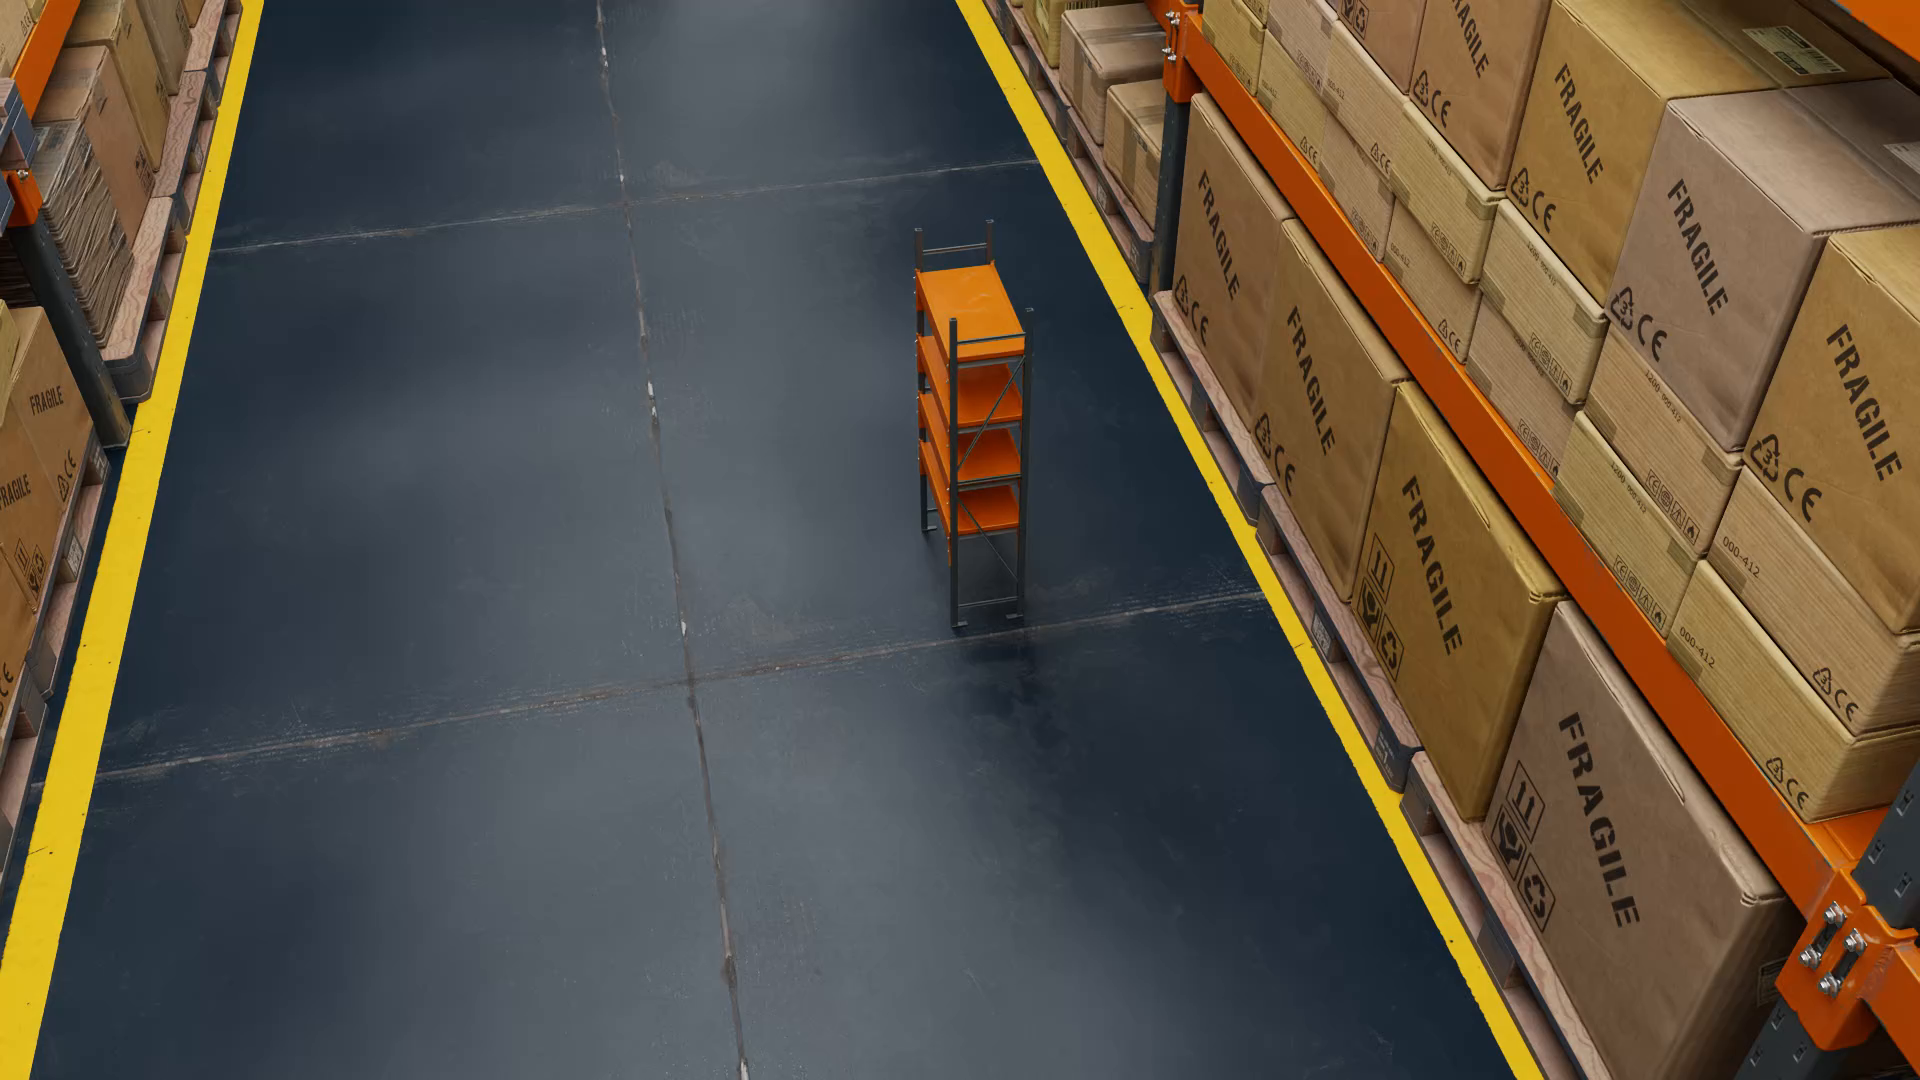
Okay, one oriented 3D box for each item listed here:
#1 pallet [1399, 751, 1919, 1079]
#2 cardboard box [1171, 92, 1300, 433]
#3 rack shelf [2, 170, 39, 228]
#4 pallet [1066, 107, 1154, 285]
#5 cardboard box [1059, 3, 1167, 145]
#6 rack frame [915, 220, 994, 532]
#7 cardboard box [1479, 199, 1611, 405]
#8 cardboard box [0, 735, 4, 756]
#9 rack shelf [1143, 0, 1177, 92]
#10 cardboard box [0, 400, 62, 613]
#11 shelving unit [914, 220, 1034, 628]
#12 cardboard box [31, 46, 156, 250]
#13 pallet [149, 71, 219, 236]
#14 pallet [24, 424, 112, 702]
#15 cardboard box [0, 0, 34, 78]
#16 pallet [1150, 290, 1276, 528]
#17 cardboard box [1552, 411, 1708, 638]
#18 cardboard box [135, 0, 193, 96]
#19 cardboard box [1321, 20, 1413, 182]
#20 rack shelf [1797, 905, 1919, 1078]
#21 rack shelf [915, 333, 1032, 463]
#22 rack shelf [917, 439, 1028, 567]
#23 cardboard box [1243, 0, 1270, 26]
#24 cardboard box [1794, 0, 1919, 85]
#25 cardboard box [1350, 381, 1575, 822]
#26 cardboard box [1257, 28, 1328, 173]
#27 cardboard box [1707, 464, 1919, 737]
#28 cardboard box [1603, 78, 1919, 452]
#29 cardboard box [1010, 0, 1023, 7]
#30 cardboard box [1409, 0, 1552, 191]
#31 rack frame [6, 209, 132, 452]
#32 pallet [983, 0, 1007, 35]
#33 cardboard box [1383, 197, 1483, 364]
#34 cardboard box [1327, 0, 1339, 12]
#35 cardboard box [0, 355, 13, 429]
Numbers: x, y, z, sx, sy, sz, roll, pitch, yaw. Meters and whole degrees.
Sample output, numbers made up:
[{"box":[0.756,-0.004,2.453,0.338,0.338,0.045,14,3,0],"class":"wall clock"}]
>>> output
[{"box":[1.899,1.005,4.458,1.003,0.211,1.213,-8,42,-9],"class":"pallet"},{"box":[1.343,-1.044,5.951,0.875,0.875,0.875,-9,42,-10],"class":"cardboard box"},{"box":[-3.139,0.138,3.877,1.077,0.370,4.000,-8,42,-9],"class":"rack shelf"},{"box":[1.108,-1.605,7.399,1.003,0.211,1.213,-8,42,-9],"class":"pallet"},{"box":[0.996,-2.160,7.587,0.950,0.372,0.625,-9,42,-10],"class":"cardboard box"},{"box":[-0.017,-0.500,5.409,0.240,1.200,0.015,-8,42,-9],"class":"rack frame"},{"box":[1.573,-0.588,3.889,0.500,0.250,0.500,-7,42,-8],"class":"cardboard box"},{"box":[-2.926,0.593,4.390,0.500,0.500,0.500,-10,43,-11],"class":"cardboard box"},{"box":[0.844,-3.168,7.602,1.077,0.370,4.000,-8,42,-9],"class":"rack shelf"},{"box":[-3.171,-0.080,5.148,0.500,0.500,0.500,-9,42,-10],"class":"cardboard box"},{"box":[0.036,-0.341,5.231,0.258,1.200,0.503,-8,42,-9],"class":"shelving unit"},{"box":[-3.840,-1.525,6.681,0.875,0.625,0.625,-7,42,-8],"class":"cardboard box"},{"box":[-3.970,-1.713,7.521,1.003,0.211,1.213,-8,42,-9],"class":"pallet"},{"box":[-3.446,0.105,5.473,1.003,0.211,1.213,-8,42,-9],"class":"pallet"},{"box":[-3.428,-1.694,5.512,0.500,0.250,0.500,-8,42,-9],"class":"cardboard box"},{"box":[1.372,-0.576,6.240,1.003,0.211,1.213,-8,42,-9],"class":"pallet"},{"box":[1.687,-0.077,3.690,0.500,0.250,0.500,-9,42,-10],"class":"cardboard box"},{"box":[-4.150,-2.448,7.721,0.875,0.625,0.625,-9,42,-10],"class":"cardboard box"},{"box":[1.350,-1.248,4.633,0.500,0.250,0.500,-8,42,-9],"class":"cardboard box"},{"box":[2.571,2.017,1.760,1.077,0.370,4.000,-8,42,-9],"class":"rack shelf"},{"box":[0.036,-0.458,5.127,0.258,0.148,0.480,-8,42,-9],"class":"rack shelf"},{"box":[0.036,-0.143,5.407,0.258,0.148,0.480,-8,42,-9],"class":"rack shelf"},{"box":[1.144,-1.908,5.376,0.500,0.250,0.500,-9,42,-10],"class":"cardboard box"},{"box":[2.082,-0.937,3.718,0.500,0.500,0.500,-9,42,-10],"class":"cardboard box"},{"box":[1.724,0.115,4.646,0.875,0.875,0.875,-7,42,-8],"class":"cardboard box"},{"box":[1.264,-1.401,5.182,0.500,0.250,0.500,-9,42,-11],"class":"cardboard box"},{"box":[1.806,0.070,3.148,0.500,0.250,0.500,-8,42,-9],"class":"cardboard box"},{"box":[1.678,-0.547,3.279,0.500,0.500,0.500,-8,42,-8],"class":"cardboard box"},{"box":[0.686,-3.103,8.649,0.950,0.372,0.625,-6,42,-7],"class":"cardboard box"},{"box":[1.462,-1.212,4.028,0.500,0.500,0.500,-8,42,-9],"class":"cardboard box"},{"box":[-3.570,-1.427,5.098,1.000,3.000,0.127,-8,42,-9],"class":"rack frame"},{"box":[0.582,-3.187,9.181,1.003,0.211,1.213,-8,42,-9],"class":"pallet"},{"box":[1.481,-0.741,4.438,0.500,0.250,0.500,-8,42,-9],"class":"cardboard box"},{"box":[1.260,-1.877,4.777,0.500,0.500,0.500,-8,42,-9],"class":"cardboard box"},{"box":[-3.127,-0.436,5.059,0.380,0.149,0.250,-10,43,-12],"class":"cardboard box"}]
